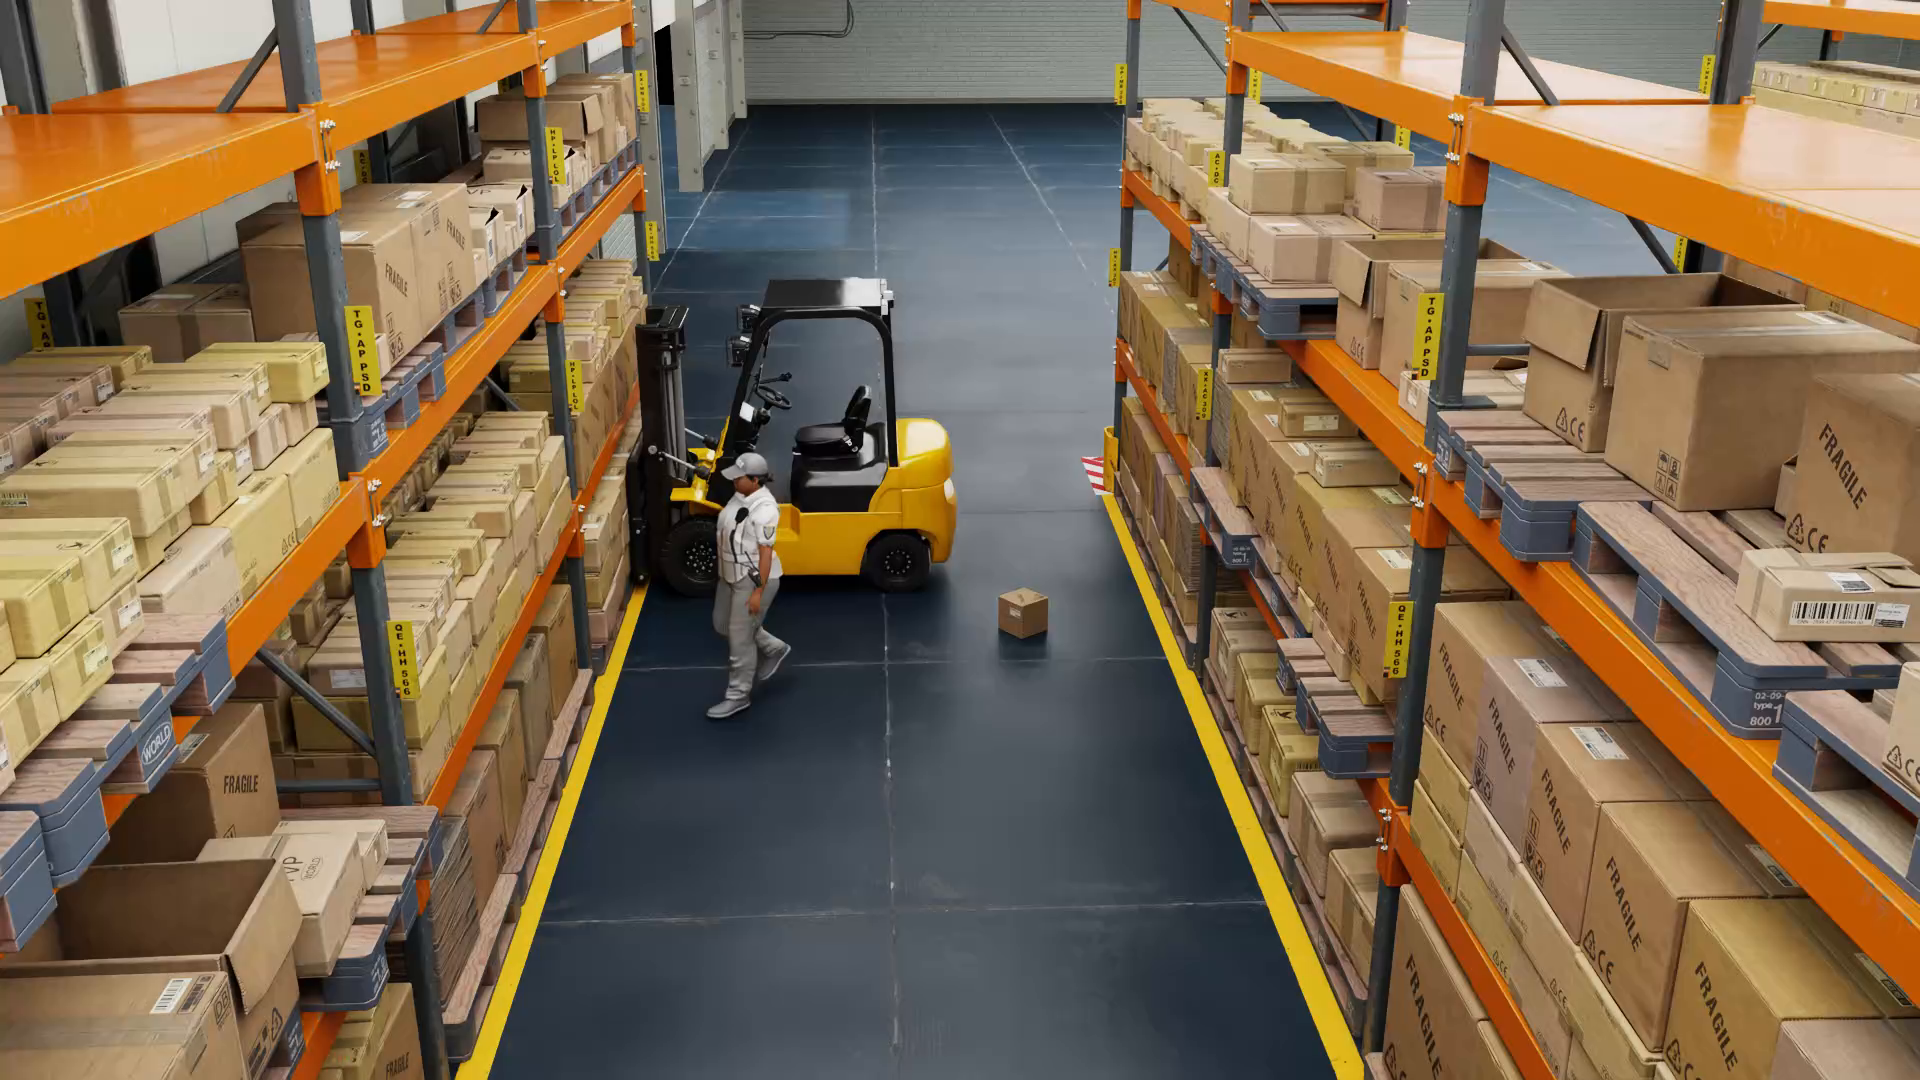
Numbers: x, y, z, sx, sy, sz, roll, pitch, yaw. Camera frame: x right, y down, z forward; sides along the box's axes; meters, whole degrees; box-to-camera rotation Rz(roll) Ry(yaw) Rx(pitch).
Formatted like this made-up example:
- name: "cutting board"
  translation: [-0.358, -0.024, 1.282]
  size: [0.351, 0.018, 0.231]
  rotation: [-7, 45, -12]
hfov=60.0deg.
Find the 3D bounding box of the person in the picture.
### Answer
- name: "person"
  translation: [-1.343, 0.249, 10.391]
  size: [0.686, 1.650, 0.495]
  rotation: [-11, 23, -27]
